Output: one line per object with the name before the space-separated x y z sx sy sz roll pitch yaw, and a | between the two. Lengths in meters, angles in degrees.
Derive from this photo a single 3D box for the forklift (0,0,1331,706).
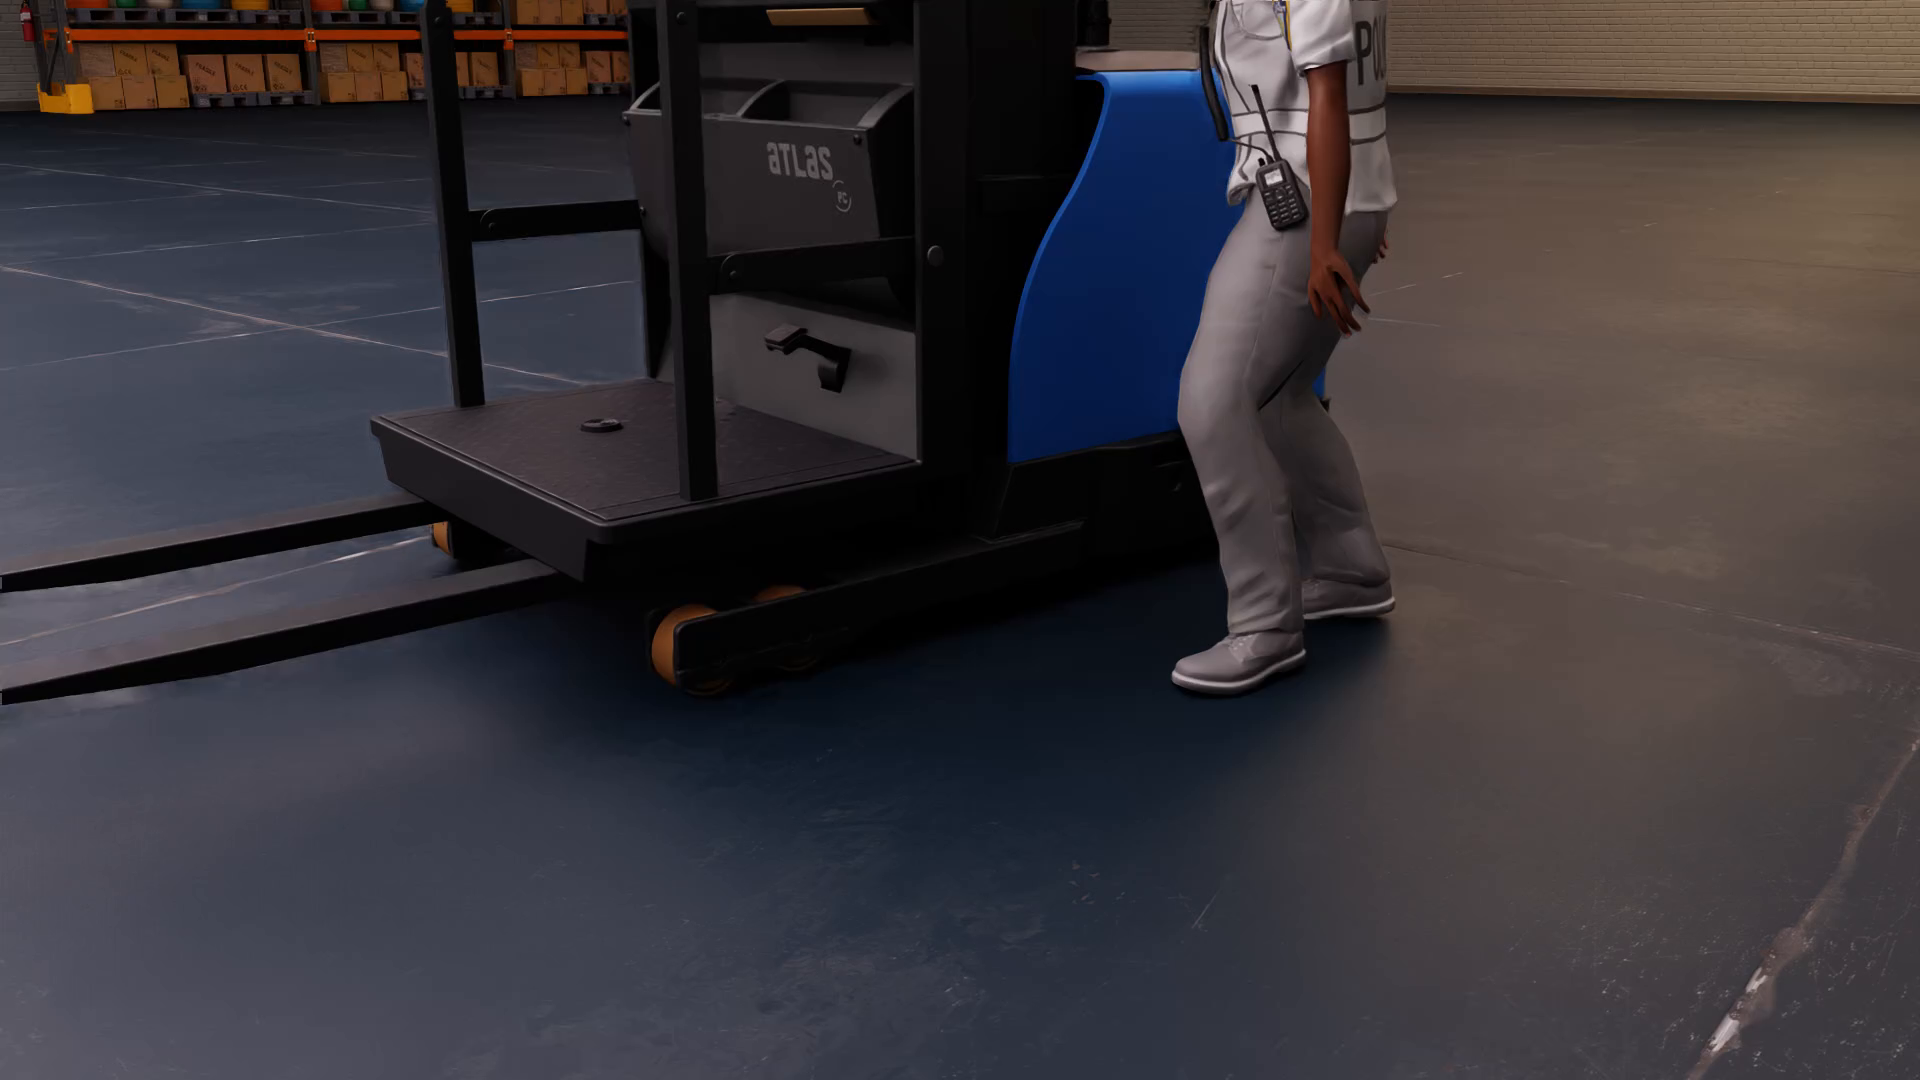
forklift | -0.568 -1.292 3.151 3.031 2.935 1.130 -13 21 -37

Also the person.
person | 0.634 -0.580 3.109 0.432 1.631 0.807 6 18 19
